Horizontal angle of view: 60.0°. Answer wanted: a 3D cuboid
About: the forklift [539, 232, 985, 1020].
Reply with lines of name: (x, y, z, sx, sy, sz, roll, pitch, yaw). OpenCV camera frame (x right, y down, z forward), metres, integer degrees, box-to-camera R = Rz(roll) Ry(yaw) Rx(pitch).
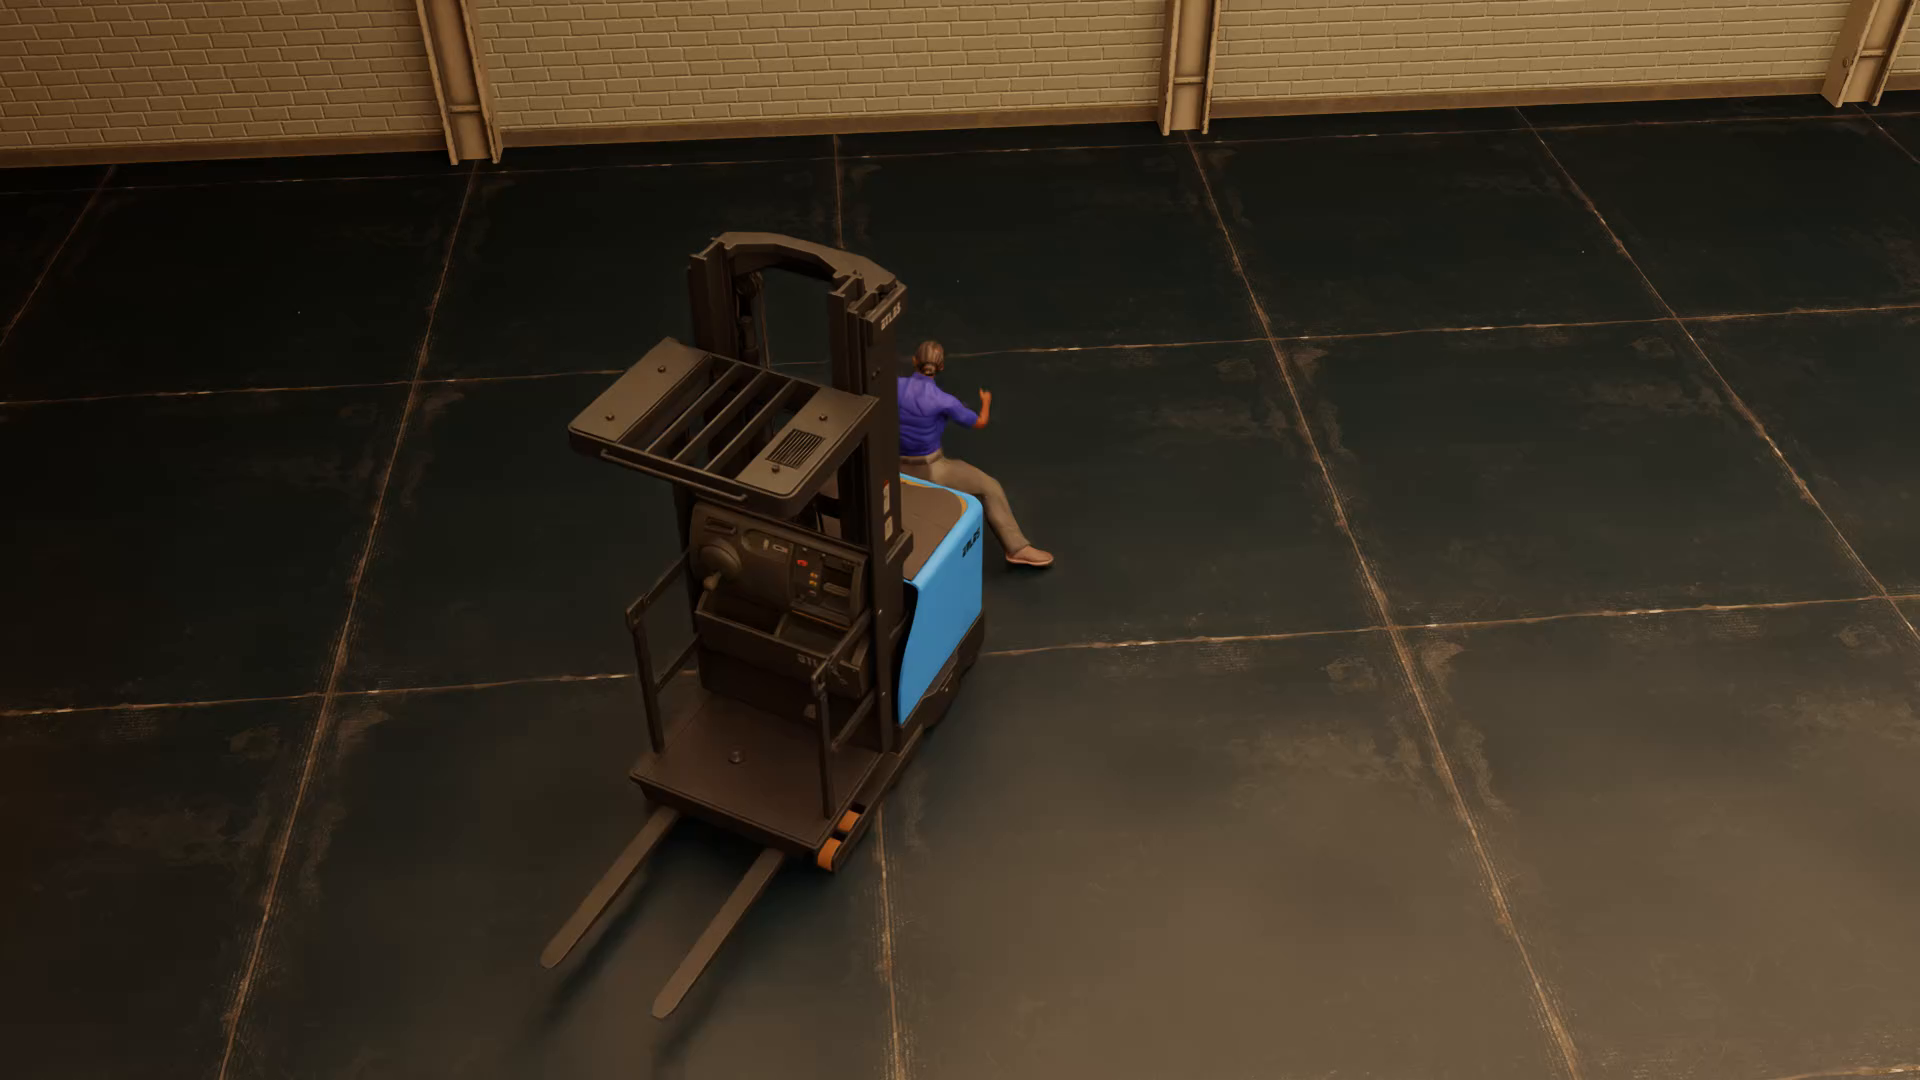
forklift: (-0.961, 0.201, 7.702, 1.130, 2.935, 3.031, 18, 44, 19)

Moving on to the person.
person: (-0.111, -0.563, 9.791, 1.460, 1.388, 0.745, 16, 43, 18)
